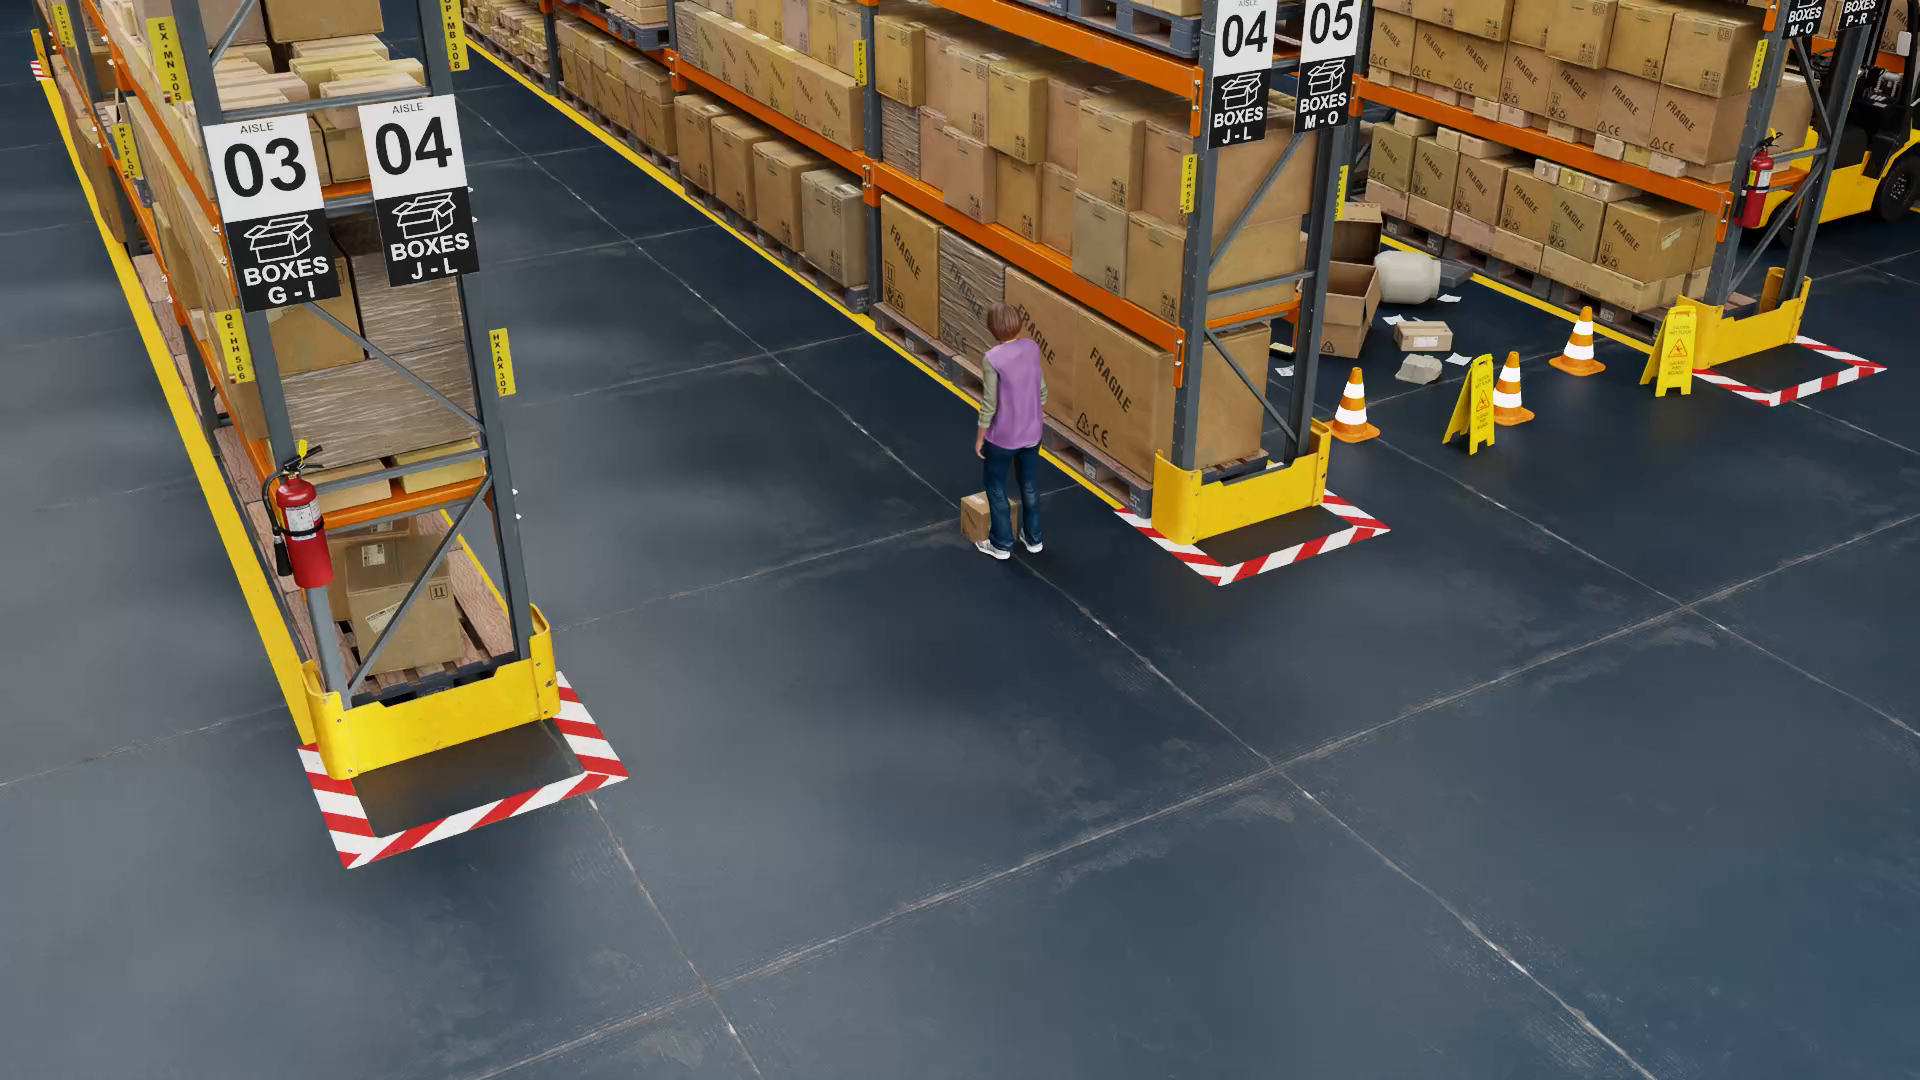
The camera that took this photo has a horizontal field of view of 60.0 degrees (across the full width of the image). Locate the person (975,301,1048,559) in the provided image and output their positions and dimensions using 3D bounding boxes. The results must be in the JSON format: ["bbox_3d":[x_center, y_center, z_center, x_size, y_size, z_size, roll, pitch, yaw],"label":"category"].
[{"bbox_3d":[0.291,-0.620,9.660,0.484,1.592,0.375,-18,34,-29],"label":"person"}]
